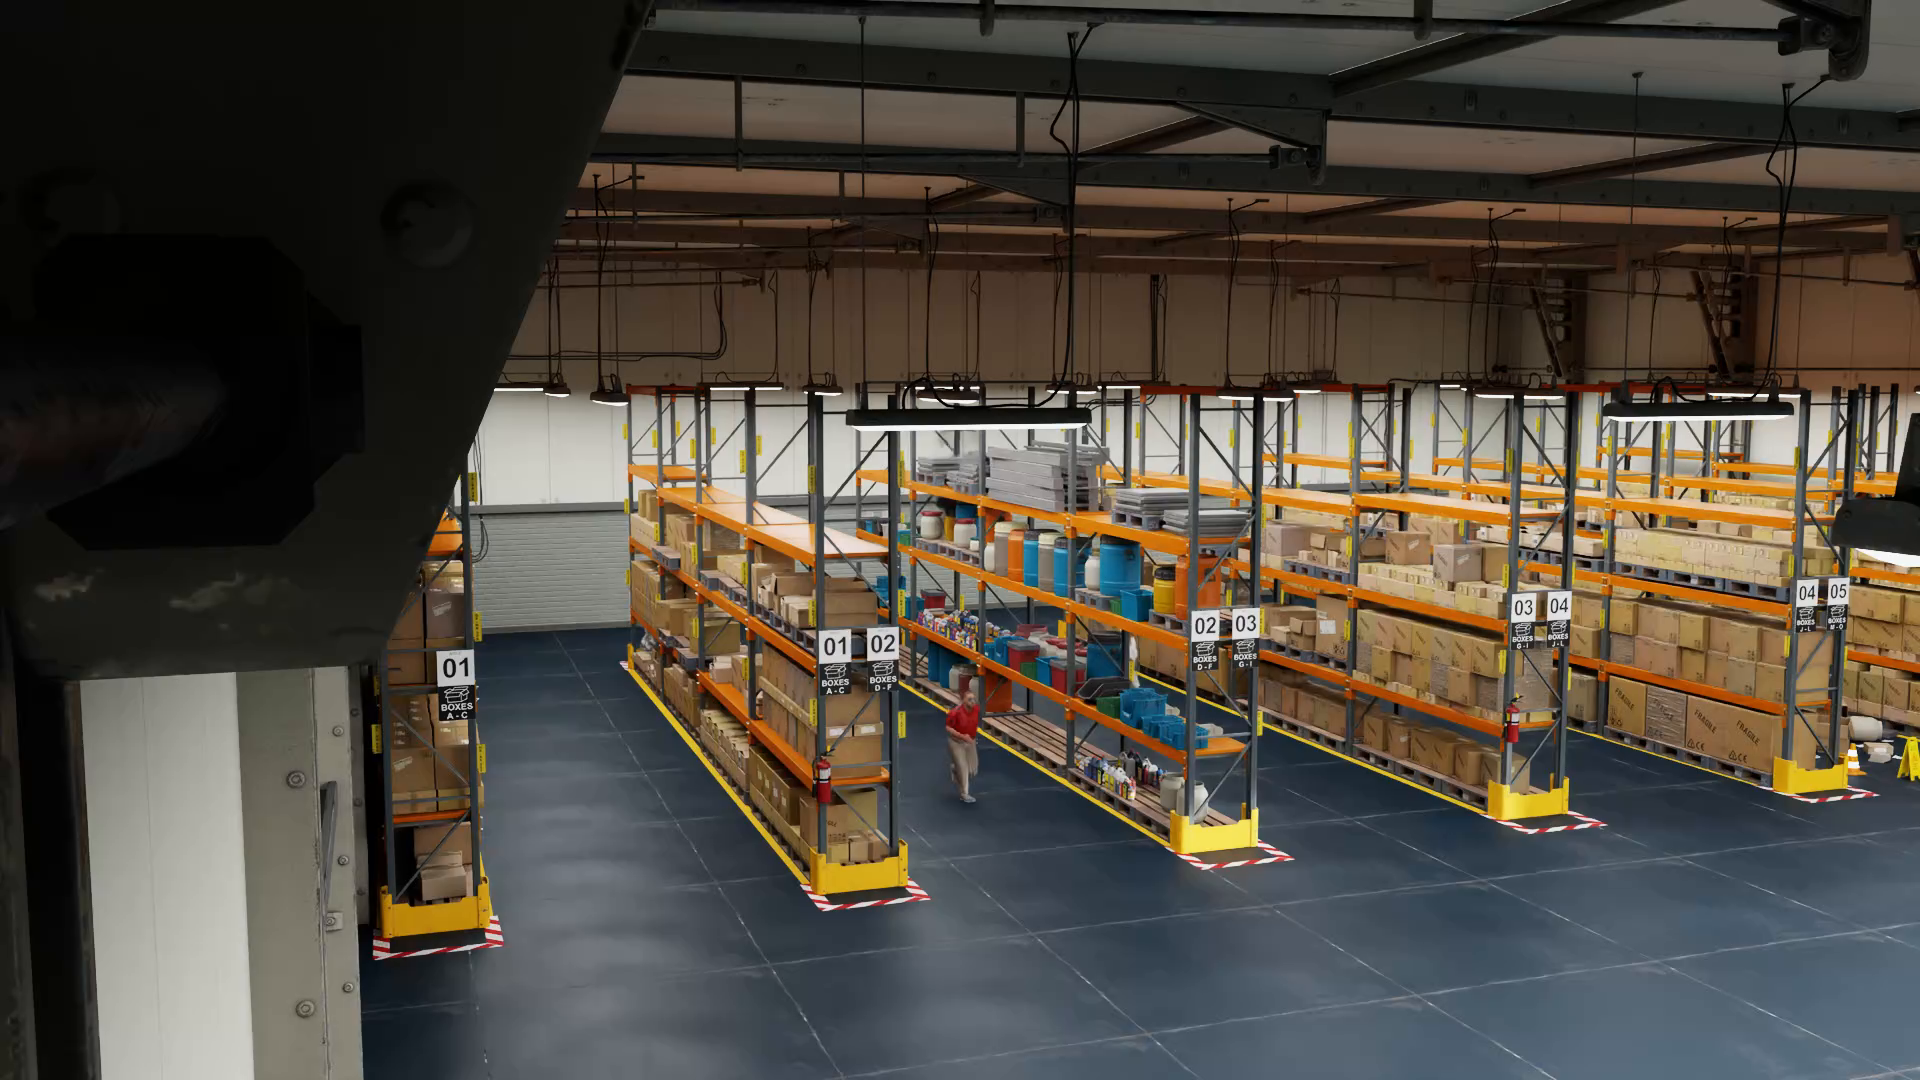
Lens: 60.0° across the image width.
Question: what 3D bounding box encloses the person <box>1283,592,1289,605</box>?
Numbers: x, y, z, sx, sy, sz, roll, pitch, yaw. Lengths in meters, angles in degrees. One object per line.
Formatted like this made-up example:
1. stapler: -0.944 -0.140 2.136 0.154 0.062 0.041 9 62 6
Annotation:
1. person: 8.150 1.153 41.760 0.795 1.751 0.664 -3 7 -28

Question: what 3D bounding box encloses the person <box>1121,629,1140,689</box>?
1. person: 2.932 2.396 29.732 0.728 1.793 0.839 -3 7 -30

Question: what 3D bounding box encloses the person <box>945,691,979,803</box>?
1. person: 0.045 3.006 24.296 0.649 1.664 0.743 -4 7 -32

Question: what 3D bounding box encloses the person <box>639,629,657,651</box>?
1. person: -6.736 1.711 36.318 0.682 1.779 0.652 0 6 -1
